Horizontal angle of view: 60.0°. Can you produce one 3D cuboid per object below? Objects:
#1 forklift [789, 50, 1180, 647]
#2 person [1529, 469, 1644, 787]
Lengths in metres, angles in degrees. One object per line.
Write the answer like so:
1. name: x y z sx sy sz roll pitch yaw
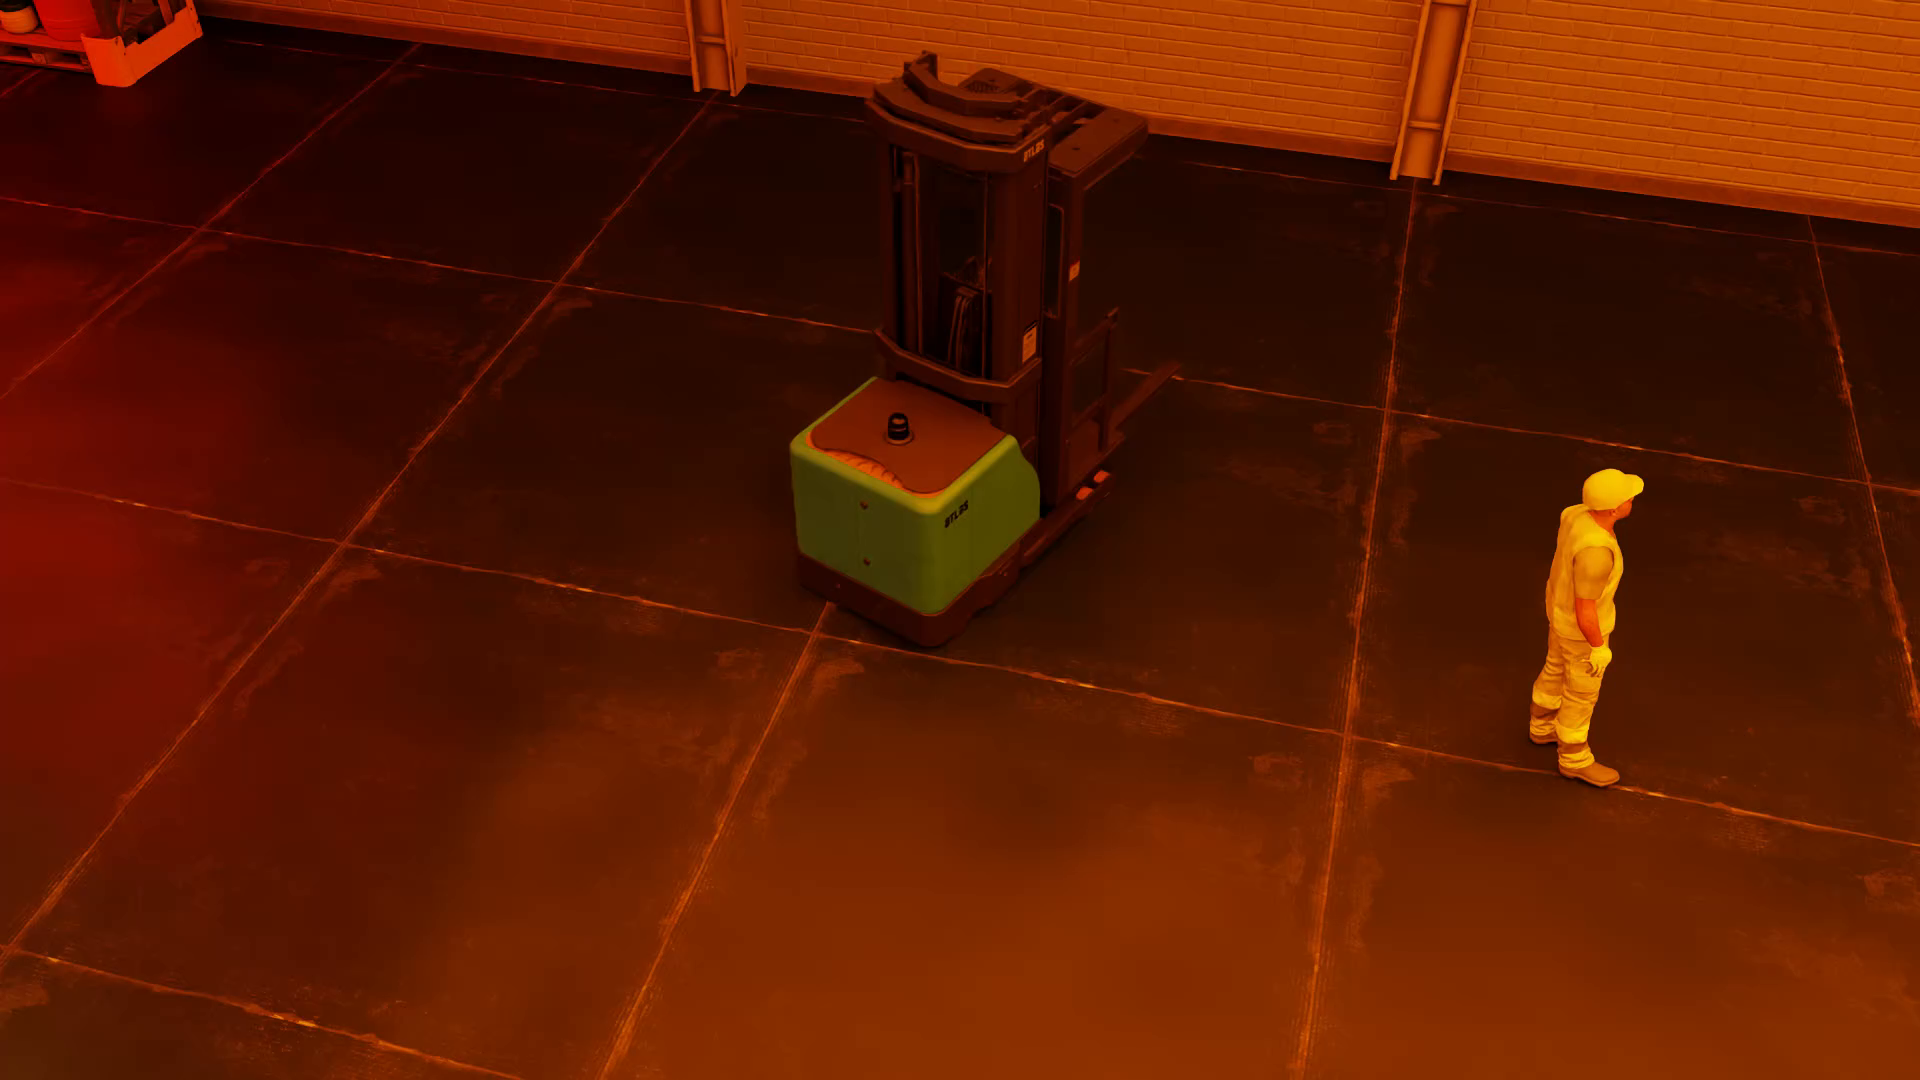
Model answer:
1. forklift: 0.315 -1.435 9.499 1.130 2.935 3.031 25 47 26
2. person: 3.162 0.398 8.263 0.565 1.787 0.637 4 41 5
